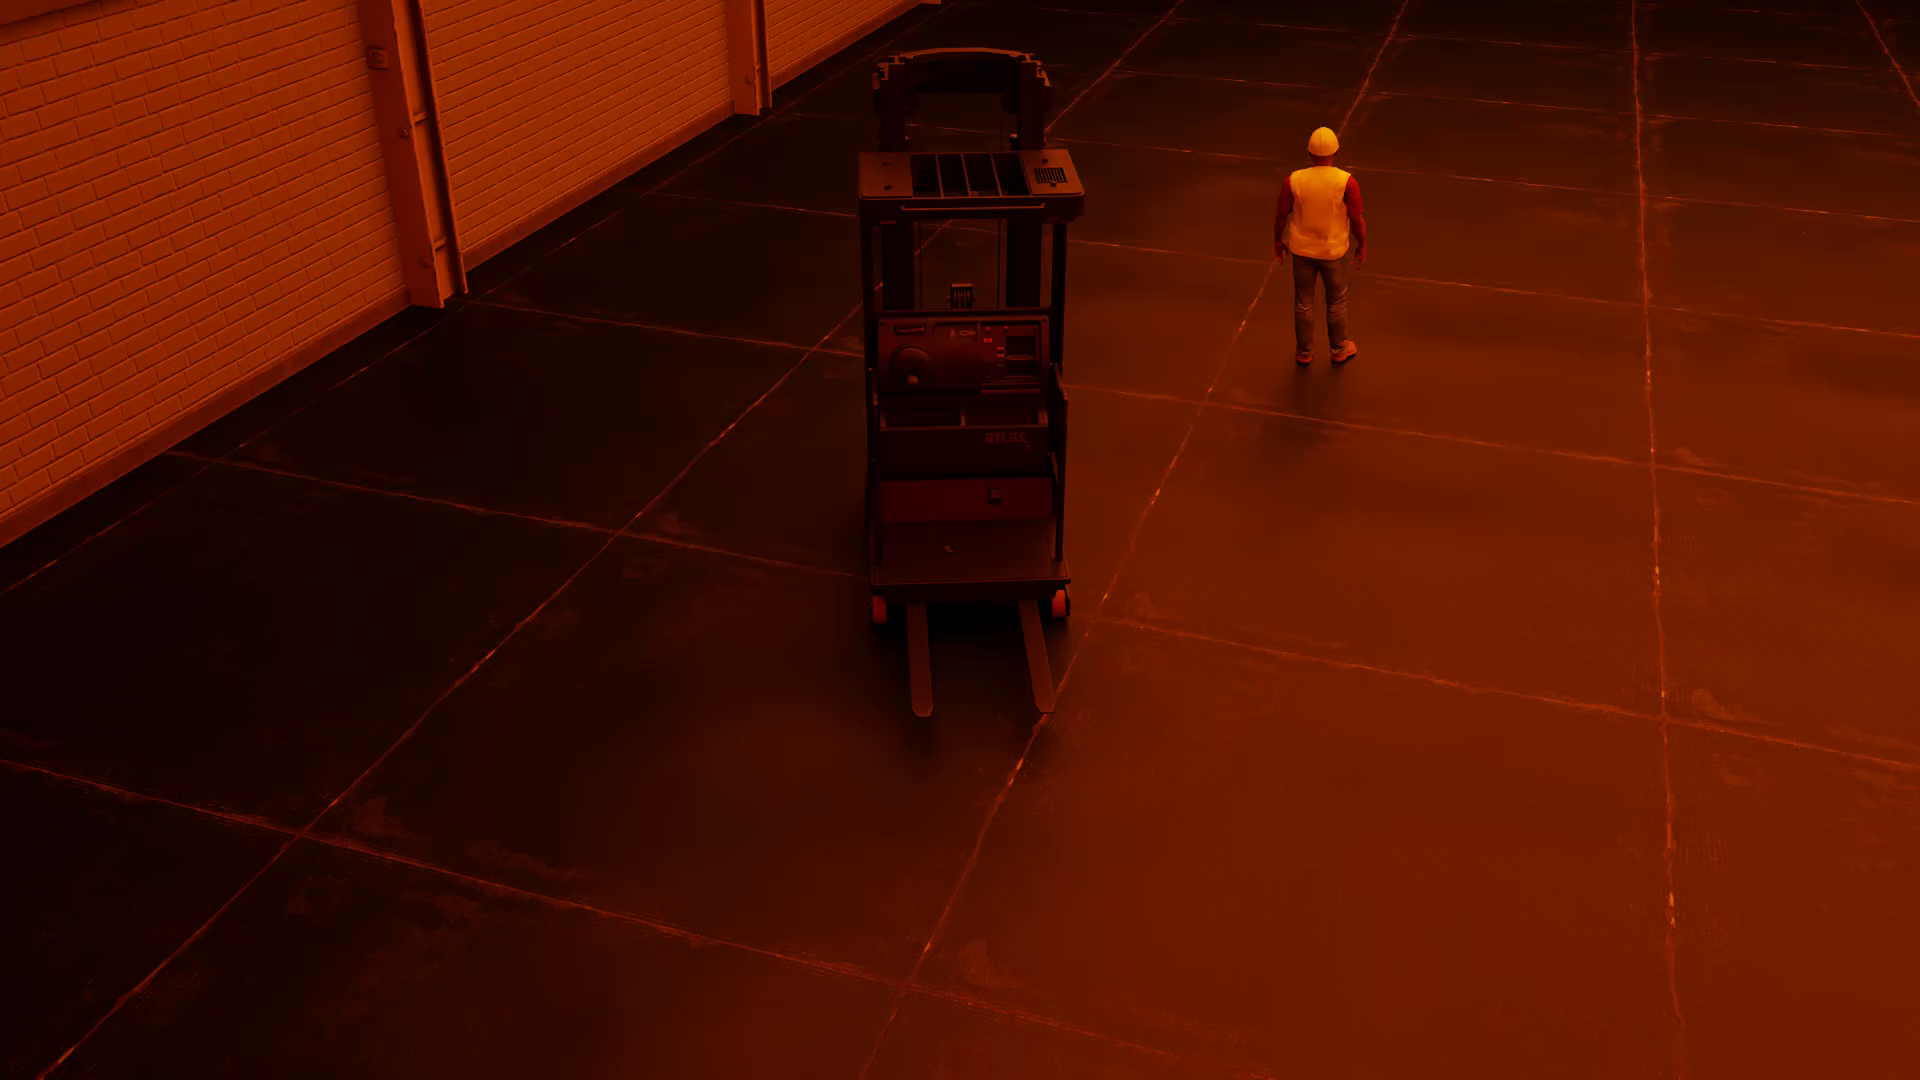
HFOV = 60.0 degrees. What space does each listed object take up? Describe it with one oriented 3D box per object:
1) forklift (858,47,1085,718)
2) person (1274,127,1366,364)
[{"bbox_3d":[0.035,-0.972,8.842,1.130,2.935,3.031,-2,30,-3],"label":"forklift"},{"bbox_3d":[2.615,-2.138,12.050,0.665,1.769,0.574,11,32,19],"label":"person"}]
